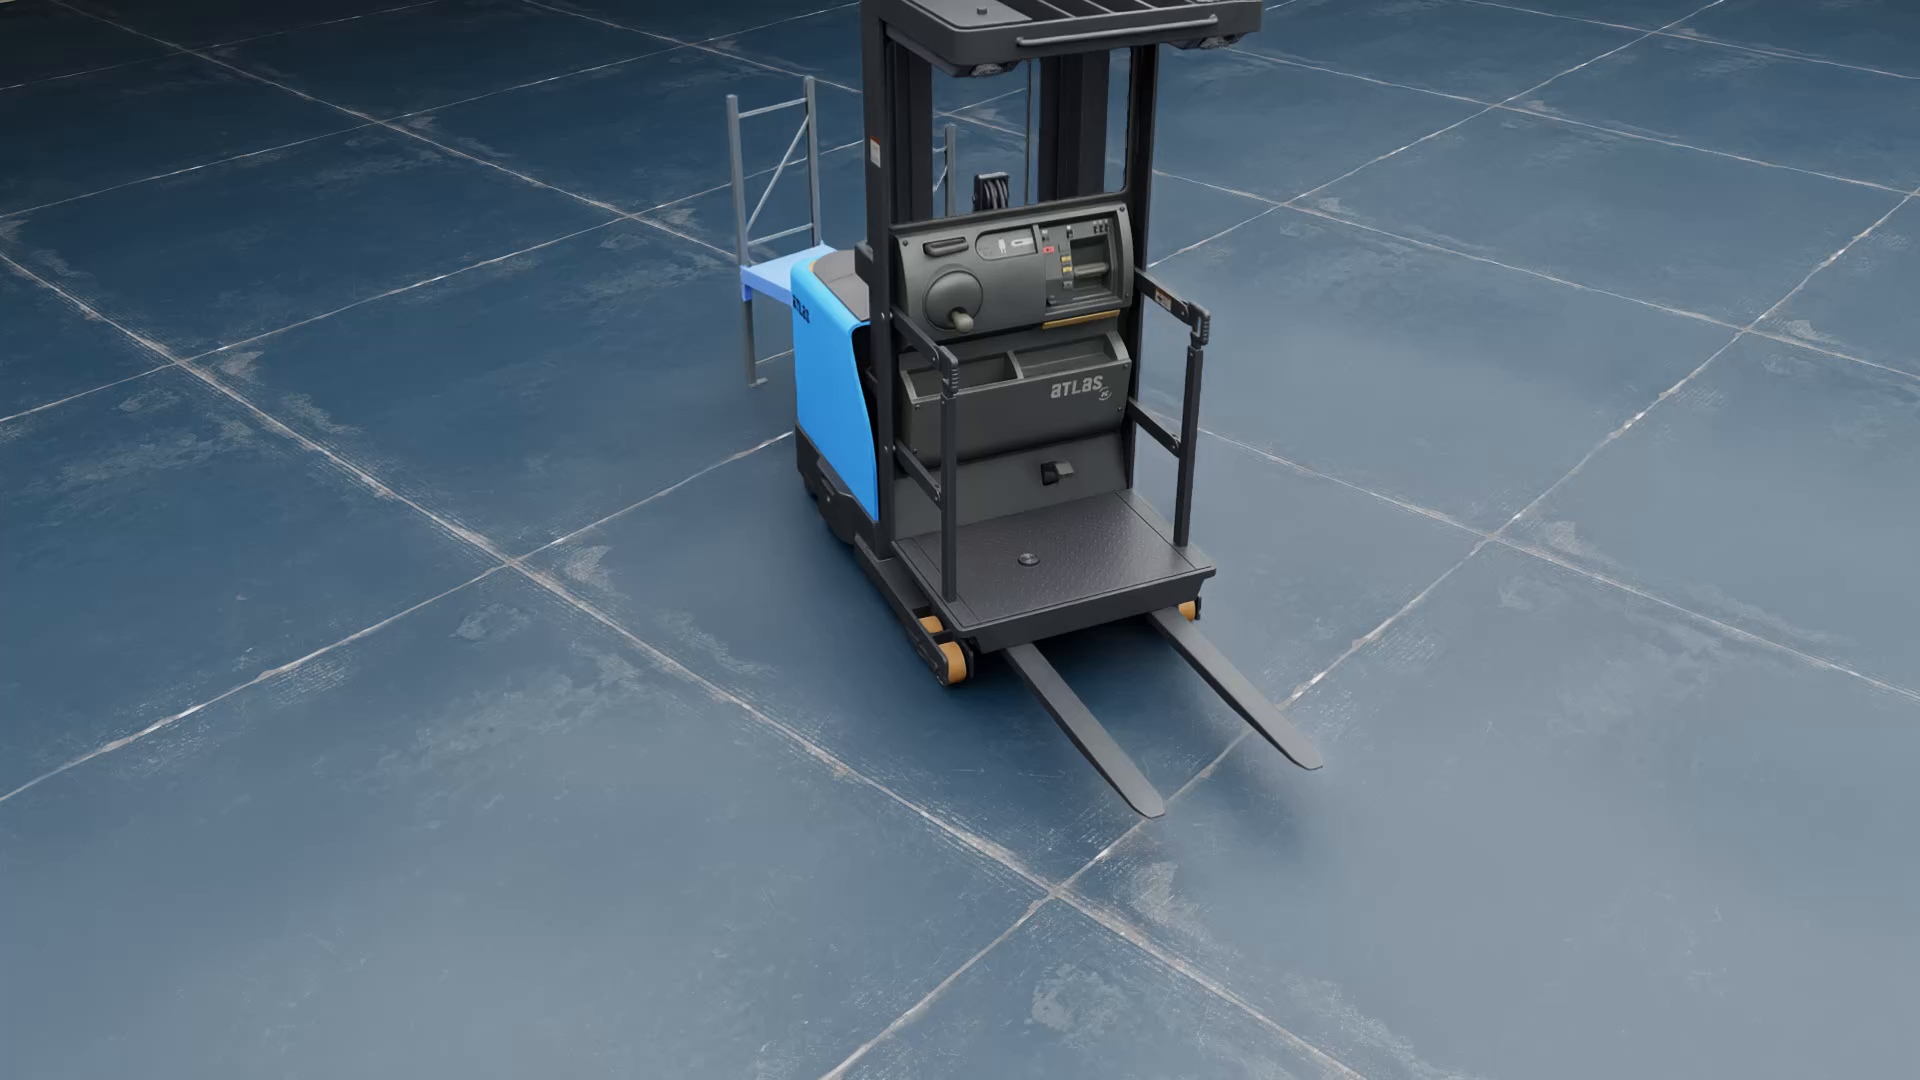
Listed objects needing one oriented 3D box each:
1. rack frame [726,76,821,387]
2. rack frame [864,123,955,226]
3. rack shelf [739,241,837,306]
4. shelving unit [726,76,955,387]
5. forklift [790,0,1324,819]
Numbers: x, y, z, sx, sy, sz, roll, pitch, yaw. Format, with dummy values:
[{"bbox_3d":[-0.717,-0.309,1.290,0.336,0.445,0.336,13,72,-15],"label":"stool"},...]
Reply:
[{"bbox_3d":[-0.904,-1.523,8.325,0.500,1.500,0.032,-25,39,-35],"label":"rack frame"},{"bbox_3d":[-0.219,-1.135,7.682,0.500,1.500,0.032,-25,39,-35],"label":"rack frame"},{"bbox_3d":[-0.561,-1.175,8.096,0.538,0.185,1.000,-25,39,-35],"label":"rack shelf"},{"bbox_3d":[-0.561,-1.329,8.003,0.538,1.500,1.048,-25,39,-35],"label":"shelving unit"},{"bbox_3d":[0.305,-0.956,5.996,1.130,2.935,3.031,-13,33,-20],"label":"forklift"}]
